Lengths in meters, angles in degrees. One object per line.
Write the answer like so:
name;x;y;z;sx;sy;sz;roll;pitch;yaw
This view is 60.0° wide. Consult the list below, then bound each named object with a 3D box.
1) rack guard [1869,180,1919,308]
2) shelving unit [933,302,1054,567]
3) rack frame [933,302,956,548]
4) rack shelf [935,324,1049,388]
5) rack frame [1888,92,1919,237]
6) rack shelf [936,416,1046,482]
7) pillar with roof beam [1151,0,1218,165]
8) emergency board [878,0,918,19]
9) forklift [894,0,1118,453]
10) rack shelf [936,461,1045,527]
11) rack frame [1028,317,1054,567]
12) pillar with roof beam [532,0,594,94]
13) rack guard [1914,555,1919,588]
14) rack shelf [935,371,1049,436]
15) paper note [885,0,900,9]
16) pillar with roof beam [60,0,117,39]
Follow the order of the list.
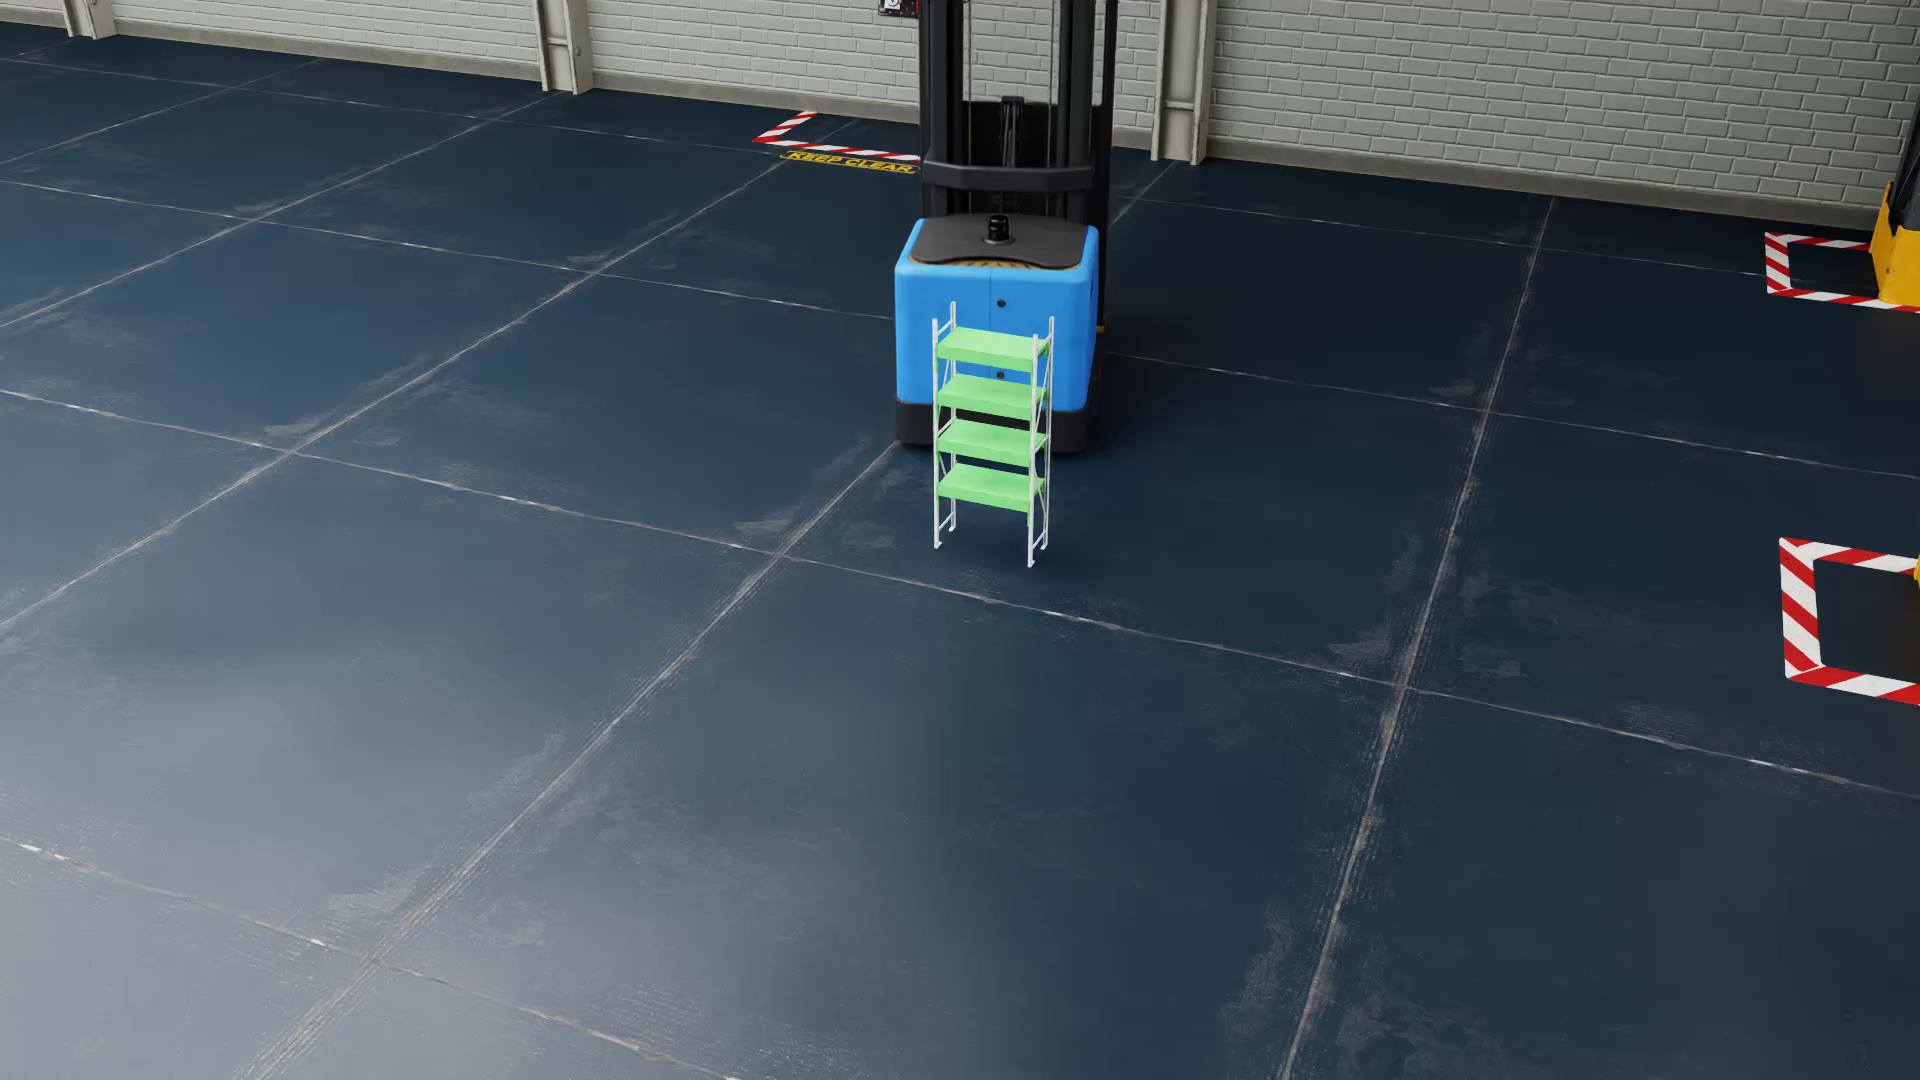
rack guard;6.485;-2.029;11.332;0.348;0.500;1.175;11;31;19
shelving unit;0.153;-0.492;7.901;0.503;1.200;0.258;11;31;19
rack frame;-0.073;-0.537;7.980;0.015;1.200;0.240;11;31;19
rack shelf;0.153;-0.854;7.696;0.480;0.148;0.258;11;31;19
rack frame;6.415;-3.131;10.742;0.127;3.000;1.000;11;31;19
rack shelf;0.153;-0.436;7.932;0.480;0.148;0.258;11;31;19
pillar with roof beam;0.210;-5.155;8.225;0.400;9.000;9.100;11;31;19
emergency board;-0.447;-4.981;14.014;0.643;1.169;0.194;11;31;19
forklift;0.347;-2.447;9.601;1.130;2.935;3.031;4;30;6
rack shelf;0.153;-0.227;8.050;0.480;0.148;0.258;11;31;19
rack frame;0.379;-0.447;7.821;0.015;1.200;0.240;11;31;19
pillar with roof beam;-5.350;-6.265;10.189;0.400;9.000;9.100;11;31;19
rack guard;4.533;0.212;7.367;0.348;0.500;1.175;11;31;19
rack shelf;0.153;-0.645;7.814;0.480;0.148;0.258;11;31;19
paper note;-0.585;-4.662;14.344;0.142;0.148;0.016;11;31;19
pillar with roof beam;-10.909;-7.375;12.153;0.400;9.000;9.100;11;31;19
